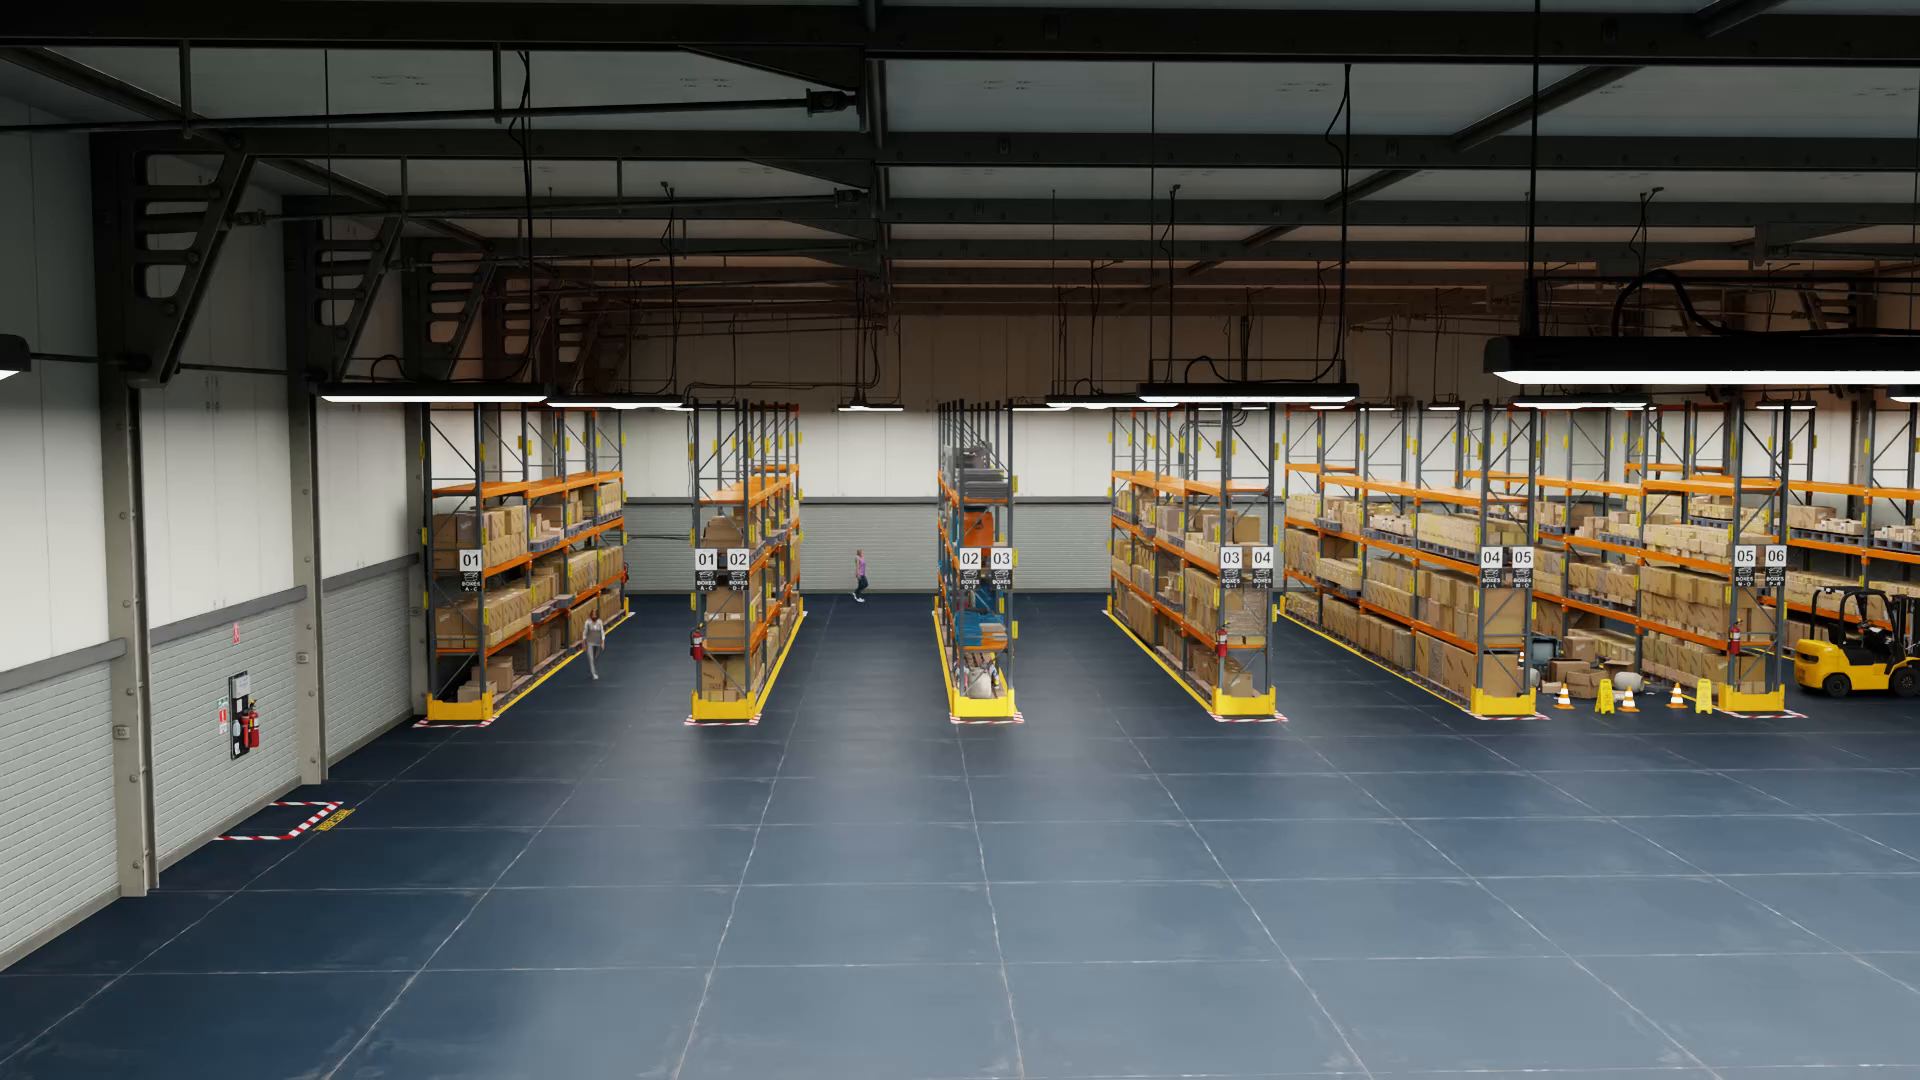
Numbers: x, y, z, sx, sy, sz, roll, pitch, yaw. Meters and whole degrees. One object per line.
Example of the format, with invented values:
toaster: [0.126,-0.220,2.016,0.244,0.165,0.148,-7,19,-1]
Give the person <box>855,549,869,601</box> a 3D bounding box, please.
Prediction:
person: [-3.019,1.071,50.562,0.414,1.589,0.416,1,5,17]

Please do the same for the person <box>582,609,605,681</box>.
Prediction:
person: [-7.807,2.234,35.520,0.430,1.533,1.021,-3,5,-34]

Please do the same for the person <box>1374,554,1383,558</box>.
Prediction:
person: [12.178,1.208,48.489,0.999,1.606,0.463,1,5,16]
